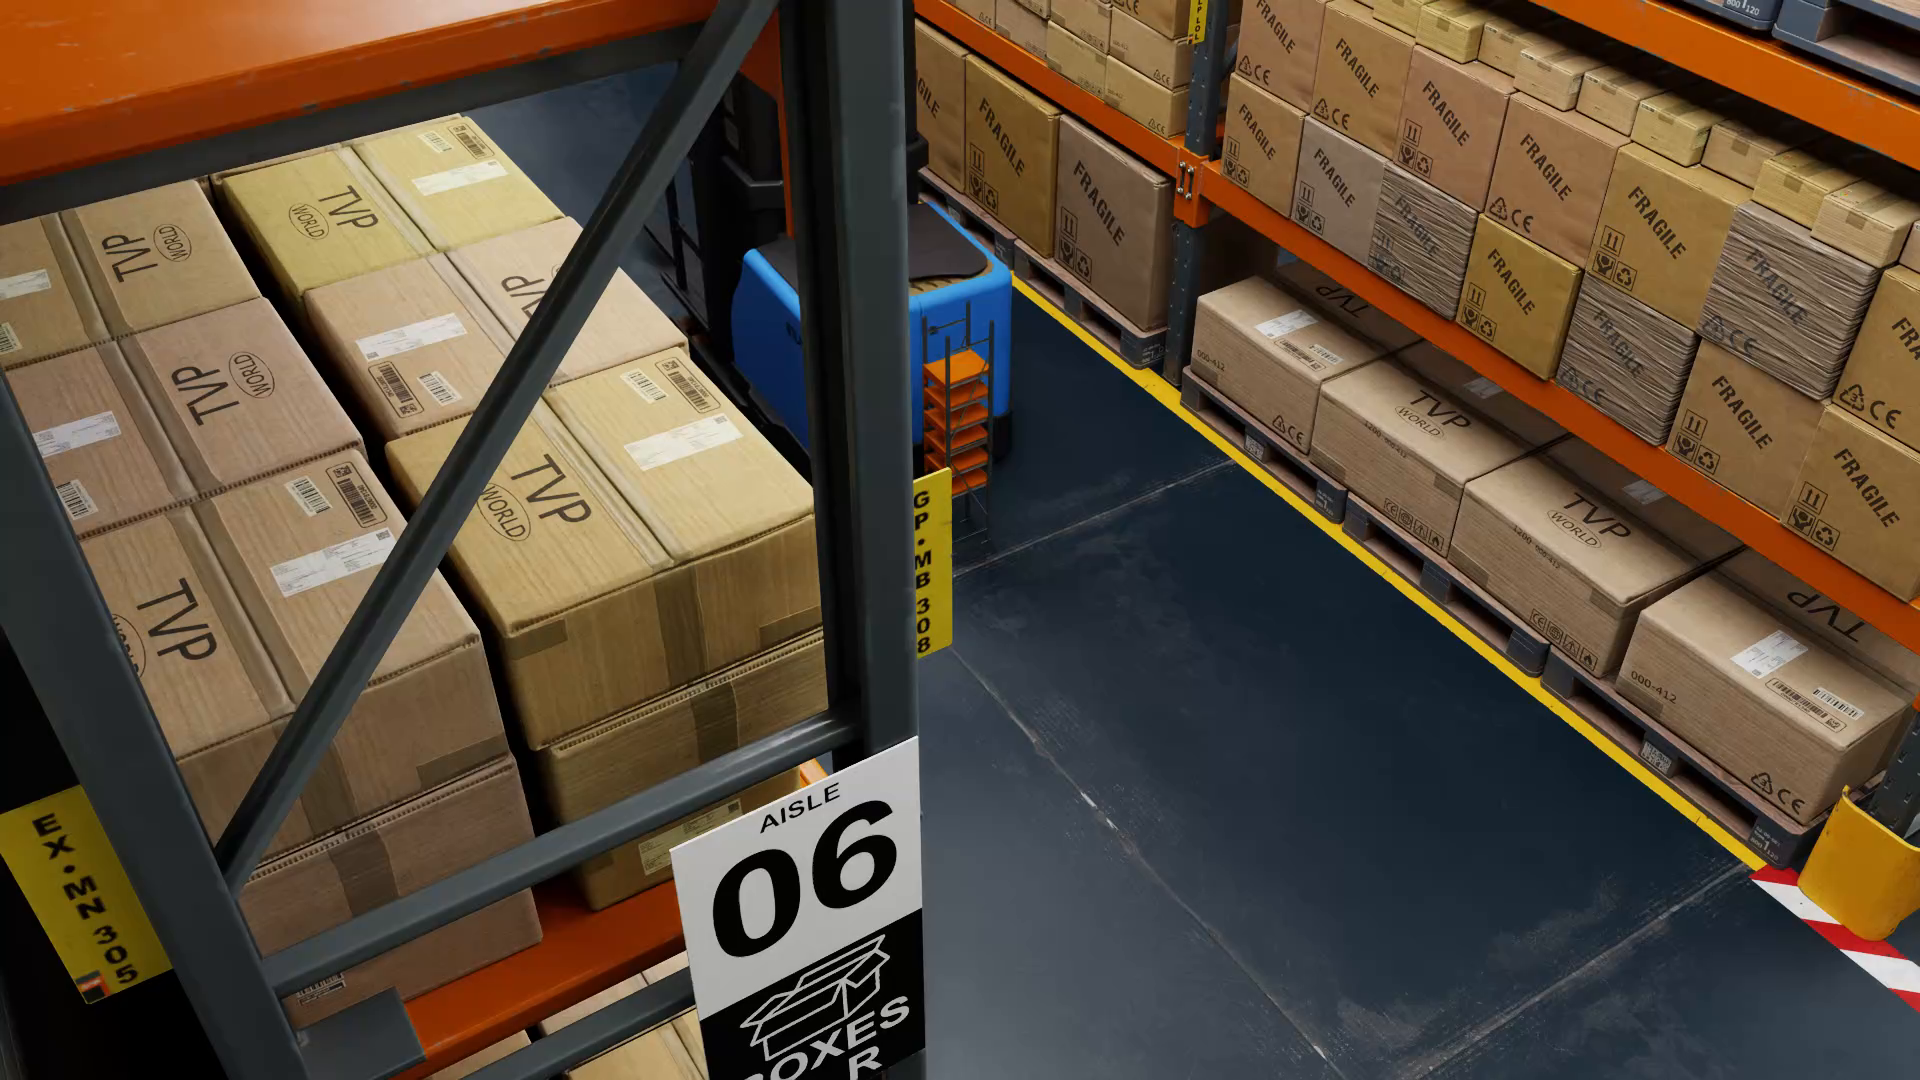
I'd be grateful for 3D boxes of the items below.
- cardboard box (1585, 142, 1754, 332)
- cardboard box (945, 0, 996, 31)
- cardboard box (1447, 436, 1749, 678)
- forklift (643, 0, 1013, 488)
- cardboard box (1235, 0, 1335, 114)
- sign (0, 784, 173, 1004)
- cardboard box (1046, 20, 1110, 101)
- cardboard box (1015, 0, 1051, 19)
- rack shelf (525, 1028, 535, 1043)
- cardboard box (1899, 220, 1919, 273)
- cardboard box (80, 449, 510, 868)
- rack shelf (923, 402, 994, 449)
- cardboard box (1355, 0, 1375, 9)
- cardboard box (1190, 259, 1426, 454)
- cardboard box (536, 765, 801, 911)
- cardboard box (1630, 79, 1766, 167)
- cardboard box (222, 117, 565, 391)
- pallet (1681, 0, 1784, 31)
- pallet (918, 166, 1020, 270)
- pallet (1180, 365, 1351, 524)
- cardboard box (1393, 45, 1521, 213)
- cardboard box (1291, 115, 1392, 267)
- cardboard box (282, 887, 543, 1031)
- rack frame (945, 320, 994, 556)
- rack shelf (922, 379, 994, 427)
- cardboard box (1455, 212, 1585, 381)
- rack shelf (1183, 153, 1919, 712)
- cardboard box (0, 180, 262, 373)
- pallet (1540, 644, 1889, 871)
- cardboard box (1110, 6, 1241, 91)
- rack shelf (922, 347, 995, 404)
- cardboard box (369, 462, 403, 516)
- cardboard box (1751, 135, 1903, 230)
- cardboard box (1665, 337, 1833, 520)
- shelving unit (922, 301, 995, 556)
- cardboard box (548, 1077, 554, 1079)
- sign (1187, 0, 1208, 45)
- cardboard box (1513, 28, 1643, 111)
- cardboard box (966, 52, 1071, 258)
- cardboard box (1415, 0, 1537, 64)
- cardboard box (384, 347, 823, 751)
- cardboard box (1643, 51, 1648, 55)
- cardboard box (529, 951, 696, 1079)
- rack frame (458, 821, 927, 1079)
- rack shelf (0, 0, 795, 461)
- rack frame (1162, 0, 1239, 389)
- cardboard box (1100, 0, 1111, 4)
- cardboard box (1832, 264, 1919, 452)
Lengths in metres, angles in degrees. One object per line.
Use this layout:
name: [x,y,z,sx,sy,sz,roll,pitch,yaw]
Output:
cardboard box: [2.642,-1.132,5.907,0.500,0.500,0.500,-22,45,-25]
cardboard box: [0.257,-3.080,9.220,0.500,0.250,0.500,-22,45,-24]
cardboard box: [2.733,0.019,7.058,0.875,0.438,0.875,-21,44,-23]
forklift: [-0.905,-2.193,8.093,1.130,2.935,3.031,-20,44,-22]
cardboard box: [1.572,-2.233,7.227,0.500,0.500,0.500,-22,45,-24]
sign: [-0.991,0.407,1.884,0.100,0.325,0.005,-22,45,-24]
cardboard box: [0.794,-2.524,8.552,0.500,0.250,0.500,-23,45,-25]
cardboard box: [0.519,-2.984,8.714,0.500,0.250,0.500,-21,44,-23]
rack shelf: [-1.587,0.916,4.870,1.077,0.370,4.000,-22,45,-24]
cardboard box: [3.152,-0.917,5.141,0.380,0.149,0.250,-21,44,-24]
cardboard box: [-0.986,0.174,2.349,0.500,0.250,0.500,-23,45,-26]
rack shelf: [-0.008,-0.527,7.327,0.258,0.103,0.180,-22,45,-24]
cardboard box: [1.795,-2.306,6.809,0.380,0.149,0.250,-23,45,-25]
cardboard box: [1.767,-0.952,8.222,0.875,0.438,0.875,-23,45,-25]
cardboard box: [-0.487,0.411,2.767,0.380,0.149,0.250,-21,44,-24]
cardboard box: [2.577,-1.458,5.791,0.380,0.149,0.250,-21,44,-23]
cardboard box: [-1.078,-0.555,3.224,0.500,0.250,0.500,-23,45,-25]
pallet: [2.603,-2.166,5.732,1.003,0.211,1.213,-22,45,-24]
pallet: [0.382,-2.129,10.140,1.003,0.211,1.213,-22,45,-24]
pallet: [1.863,-0.642,8.355,1.003,0.211,1.213,-22,45,-24]
cardboard box: [2.104,-1.677,6.561,0.500,0.500,0.500,-21,44,-24]
cardboard box: [1.819,-1.573,7.216,0.500,0.500,0.500,-22,45,-24]
cardboard box: [-0.879,0.570,2.576,0.380,0.149,0.250,-21,44,-23]
rack frame: [0.041,-0.419,7.316,0.240,1.200,0.006,-22,45,-24]
rack shelf: [-0.008,-0.619,7.250,0.258,0.103,0.180,-22,45,-24]
cardboard box: [2.358,-1.024,6.557,0.500,0.500,0.500,-21,44,-23]
rack shelf: [2.596,-0.795,6.922,1.077,0.370,4.000,-22,45,-24]
cardboard box: [-1.552,-0.381,3.016,0.500,0.250,0.500,-22,44,-24]
pallet: [3.175,0.675,6.775,1.003,0.211,1.213,-22,45,-24]
cardboard box: [1.078,-2.439,8.061,0.500,0.250,0.500,-22,45,-24]
rack shelf: [-0.008,-0.711,7.173,0.258,0.103,0.180,-22,45,-24]
cardboard box: [-0.811,-0.091,3.057,0.500,0.250,0.500,-21,44,-24]
cardboard box: [2.842,-1.177,5.454,0.380,0.149,0.250,-21,44,-23]
cardboard box: [2.931,-0.475,5.899,0.500,0.500,0.500,-23,45,-25]
shelving unit: [-0.008,-0.469,7.375,0.258,1.200,0.189,-22,45,-24]
cardboard box: [-0.804,1.292,4.052,0.380,0.149,0.250,-23,45,-25]
sign: [1.068,-2.373,7.412,0.100,0.325,0.005,-22,45,-24]
cardboard box: [2.274,-1.734,6.122,0.380,0.149,0.250,-22,45,-24]
cardboard box: [0.627,-2.288,9.484,0.875,0.875,0.875,-21,44,-23]
cardboard box: [1.996,-1.998,6.438,0.380,0.149,0.250,-23,45,-26]
cardboard box: [-0.539,-0.008,2.568,0.500,0.250,0.500,-23,45,-25]
cardboard box: [2.733,-1.926,6.353,0.380,0.149,0.250,-22,45,-24]
cardboard box: [-0.800,1.053,4.028,0.500,0.250,0.500,-22,44,-24]
rack frame: [-0.512,1.719,3.344,1.000,3.000,0.127,-22,45,-24]
rack shelf: [-1.587,-1.388,2.950,1.077,0.370,4.000,-22,45,-24]
rack frame: [1.520,-2.151,7.988,1.000,3.000,0.127,-22,45,-24]
cardboard box: [0.784,-3.004,8.153,0.500,0.500,0.500,-21,44,-24]
cardboard box: [3.211,-0.592,5.259,0.500,0.500,0.500,-21,44,-23]
